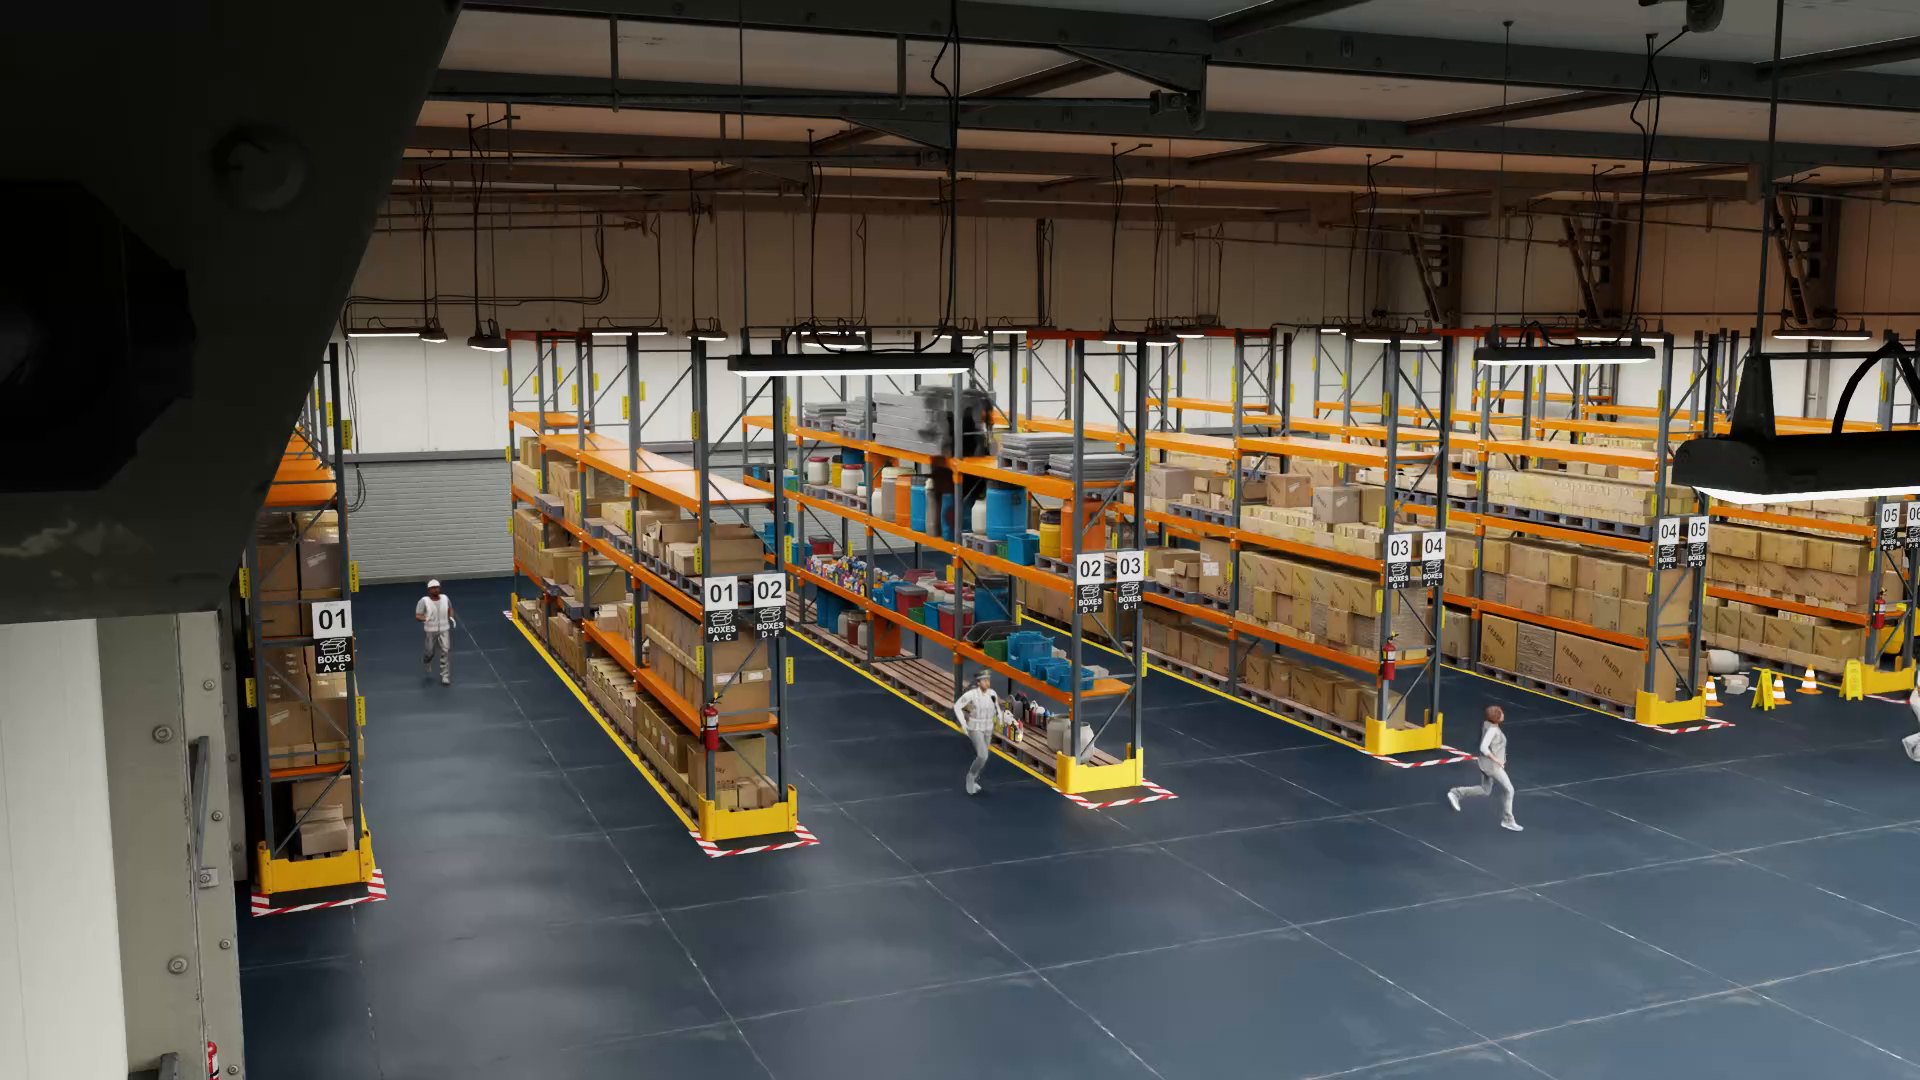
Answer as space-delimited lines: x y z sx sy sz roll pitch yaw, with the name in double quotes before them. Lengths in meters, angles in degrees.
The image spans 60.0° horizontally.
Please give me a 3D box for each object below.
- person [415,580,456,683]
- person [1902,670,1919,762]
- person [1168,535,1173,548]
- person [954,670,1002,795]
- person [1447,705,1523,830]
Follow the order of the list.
"person" -9.025 1.563 28.654 0.696 1.762 0.928 -5 9 -32
"person" 13.661 2.346 23.516 0.586 1.639 0.598 3 8 22
"person" 5.194 -0.153 41.751 0.859 1.637 0.609 3 8 23
"person" 0.293 2.529 21.982 0.617 1.677 0.631 -5 9 -35
"person" 6.492 2.806 20.468 0.924 1.579 0.519 0 8 1
